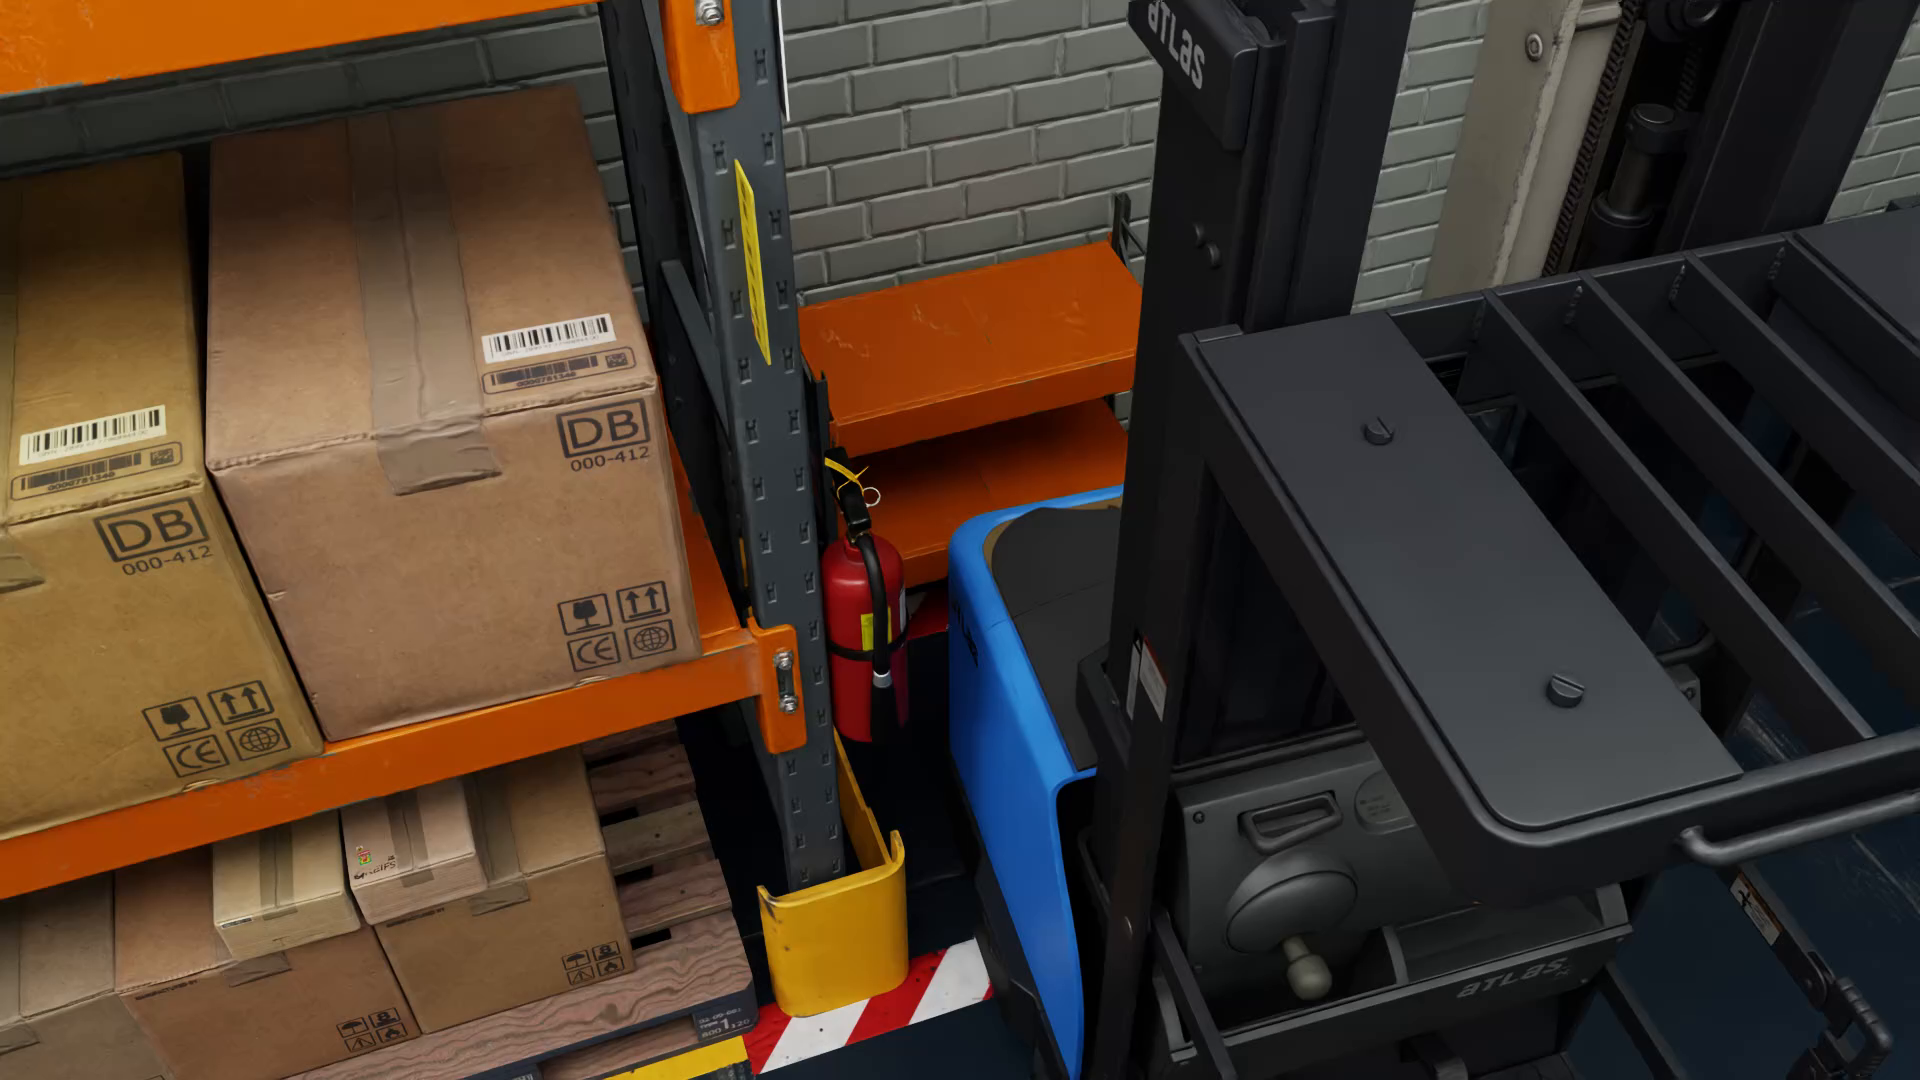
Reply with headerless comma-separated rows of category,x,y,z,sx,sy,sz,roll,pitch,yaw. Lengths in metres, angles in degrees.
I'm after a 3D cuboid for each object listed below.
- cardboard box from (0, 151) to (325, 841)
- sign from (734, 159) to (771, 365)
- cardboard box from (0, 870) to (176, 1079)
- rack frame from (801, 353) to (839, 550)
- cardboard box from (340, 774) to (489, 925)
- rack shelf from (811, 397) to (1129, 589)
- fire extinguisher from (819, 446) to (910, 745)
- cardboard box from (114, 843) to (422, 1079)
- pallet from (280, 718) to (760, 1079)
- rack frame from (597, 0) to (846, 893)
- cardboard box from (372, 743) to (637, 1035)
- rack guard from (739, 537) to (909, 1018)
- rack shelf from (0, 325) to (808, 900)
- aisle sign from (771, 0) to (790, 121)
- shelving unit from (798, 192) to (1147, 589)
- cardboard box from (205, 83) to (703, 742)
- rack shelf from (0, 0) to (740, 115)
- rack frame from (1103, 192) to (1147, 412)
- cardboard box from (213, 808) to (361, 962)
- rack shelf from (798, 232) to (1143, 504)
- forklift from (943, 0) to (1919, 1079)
cardboard box,-1.648,-0.092,3.012,0.700,0.700,0.980,-15,47,-14
sign,-0.320,-0.425,2.571,0.005,0.325,0.100,-14,47,-14
cardboard box,-2.060,0.913,3.690,0.500,0.500,0.700,-16,47,-15
rack frame,-0.423,-0.154,4.609,0.032,1.125,0.500,-15,47,-14
cardboard box,-1.175,0.595,3.550,0.250,0.149,0.380,-15,47,-14
rack shelf,0.055,-0.105,4.906,1.000,0.278,0.538,-15,47,-14
fire extinguisher,-0.193,0.132,3.318,0.183,0.674,0.296,-14,47,-14
cardboard box,-1.587,0.792,3.811,0.500,0.500,0.700,-14,47,-14
pallet,-1.217,0.931,4.173,1.213,0.211,1.003,-14,47,-14
rack frame,-0.492,-0.298,3.429,0.127,3.000,1.000,-14,47,-14
cardboard box,-1.116,0.671,3.931,0.500,0.500,0.700,-14,47,-14
rack guard,-0.469,0.579,4.320,0.348,0.500,1.175,-14,47,-14
rack shelf,-2.373,0.437,3.204,4.000,0.370,1.077,-14,47,-14
aisle sign,-0.322,-1.033,2.326,0.004,0.787,0.394,-14,47,-14
shelving unit,0.055,-0.278,4.733,1.048,1.125,0.538,-15,47,-14
cardboard box,-0.968,-0.274,3.194,0.700,0.700,0.980,-12,46,-12
rack shelf,-2.373,-0.622,2.142,4.000,0.370,1.077,-14,47,-14
rack frame,0.532,-0.402,4.856,0.032,1.125,0.500,-15,47,-14
cardboard box,-1.415,0.657,3.488,0.250,0.149,0.380,-13,47,-13
rack shelf,0.055,-0.484,4.525,1.000,0.278,0.538,-15,47,-14
forklift,0.865,0.579,2.603,1.130,2.935,3.031,-12,46,-12
